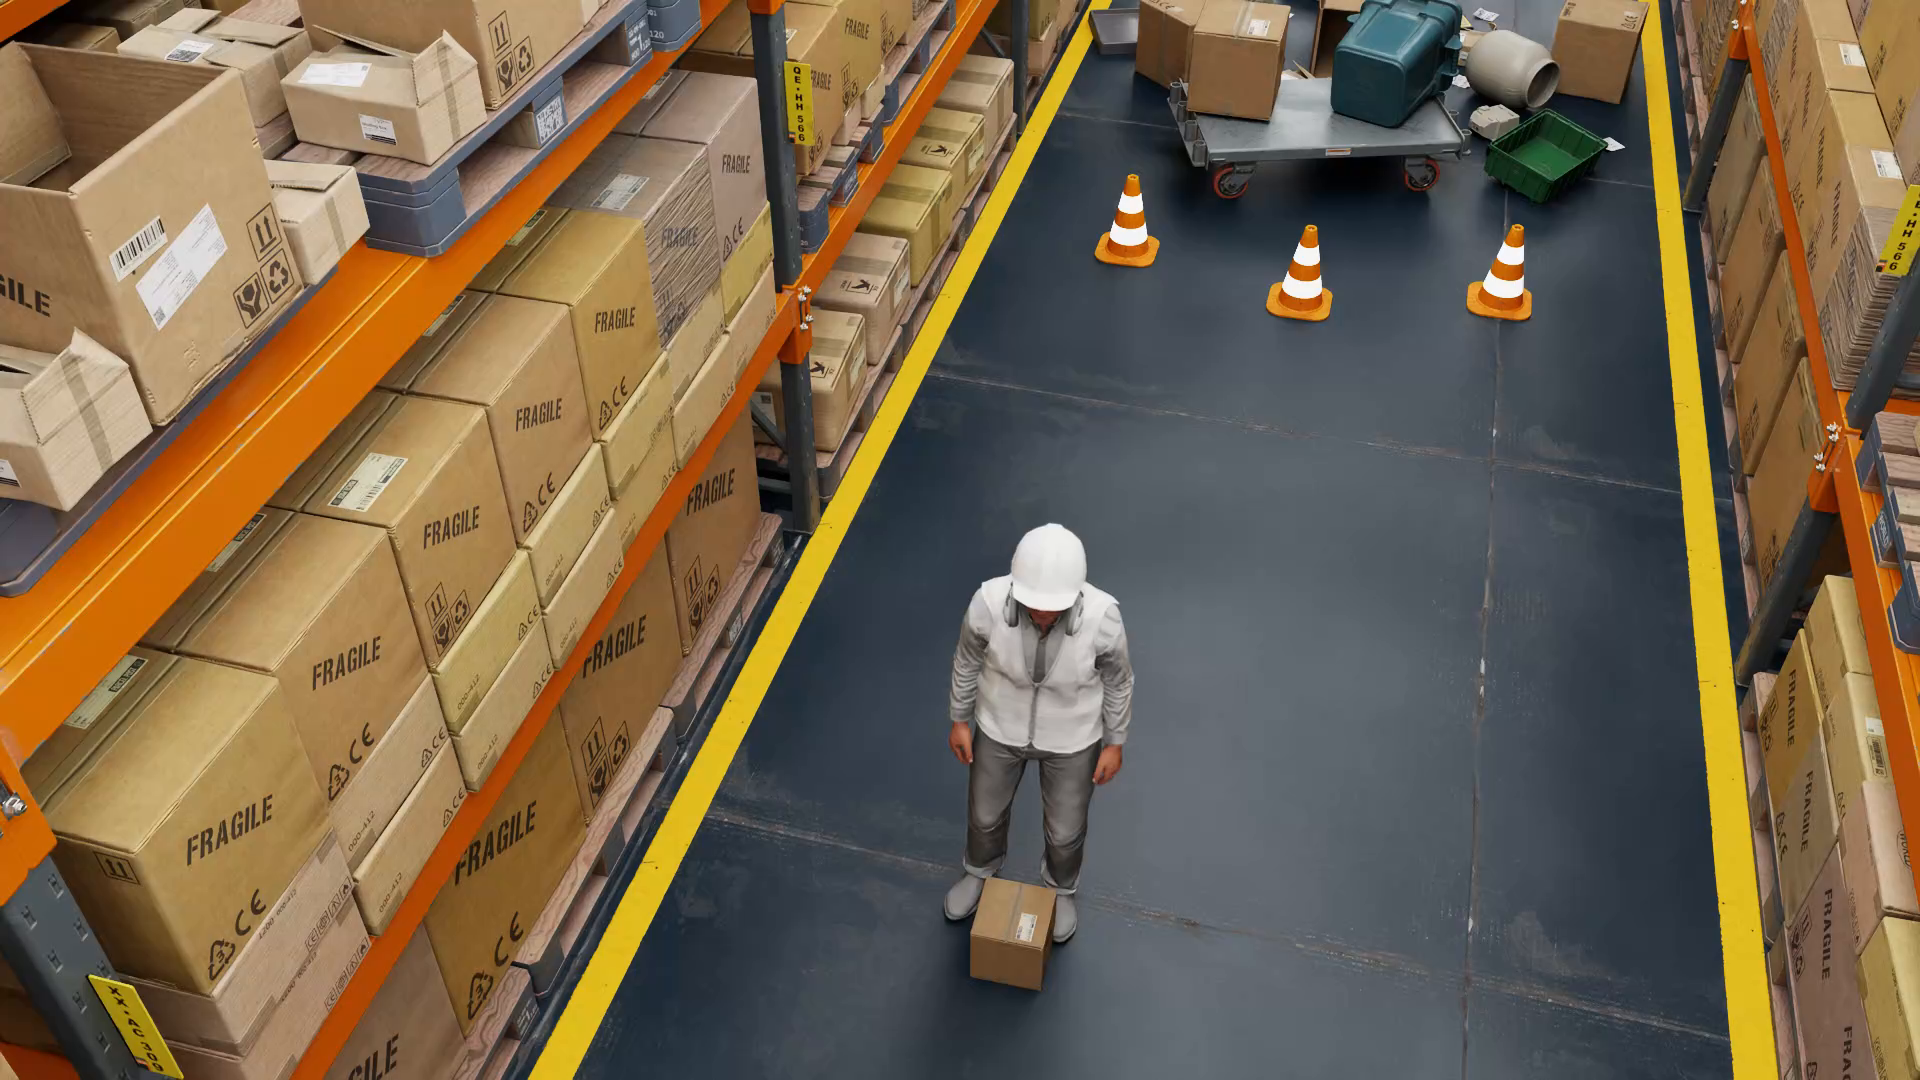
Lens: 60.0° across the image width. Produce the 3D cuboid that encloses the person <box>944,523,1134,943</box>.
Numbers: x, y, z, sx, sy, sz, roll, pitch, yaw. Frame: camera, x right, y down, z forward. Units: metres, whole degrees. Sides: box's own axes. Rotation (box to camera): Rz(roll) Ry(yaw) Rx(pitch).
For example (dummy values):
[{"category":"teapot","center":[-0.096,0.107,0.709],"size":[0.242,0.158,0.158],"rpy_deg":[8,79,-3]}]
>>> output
[{"category":"person","center":[0.253,0.615,5.422],"size":[0.594,1.773,0.457],"rpy_deg":[8,41,9]}]
